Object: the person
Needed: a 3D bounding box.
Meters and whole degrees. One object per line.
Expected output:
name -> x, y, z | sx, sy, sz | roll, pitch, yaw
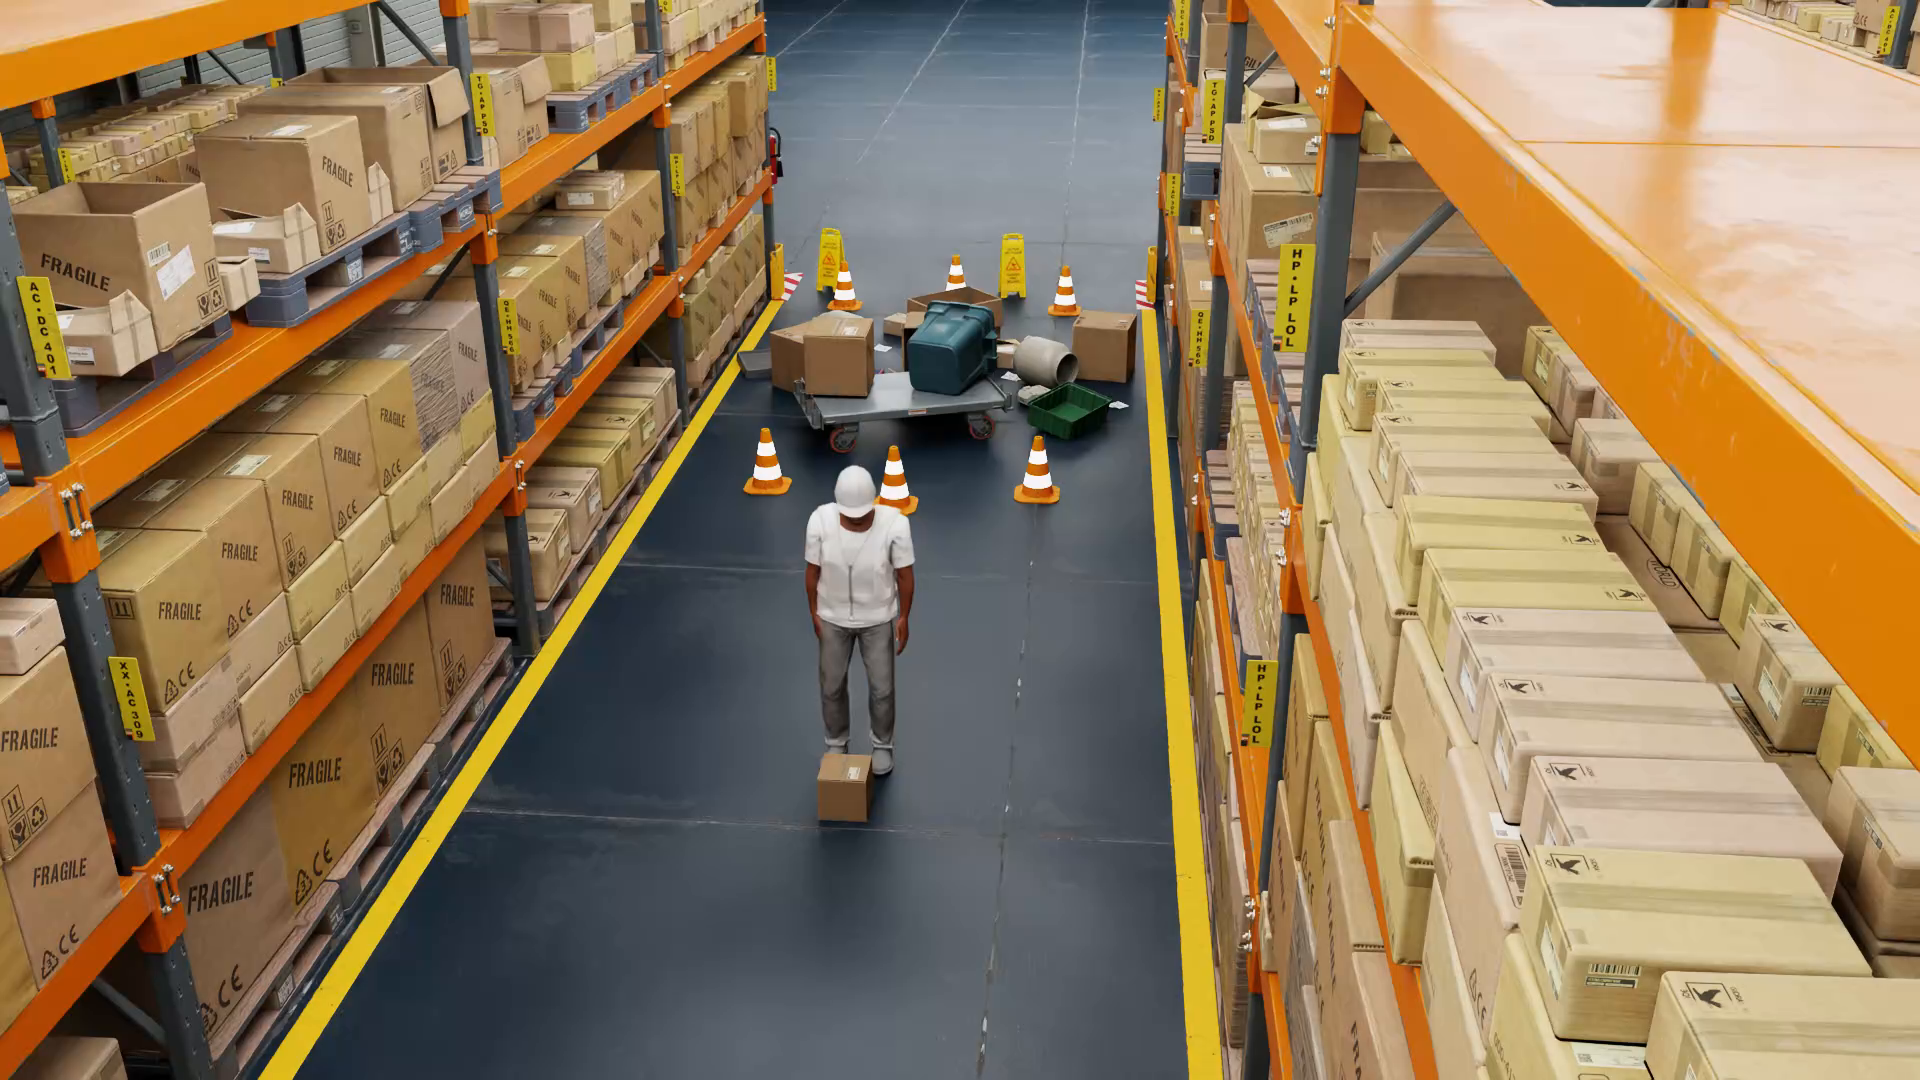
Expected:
person -> -0.521, 0.435, 8.693 | 0.595, 1.705, 0.472 | 2, 24, 5
